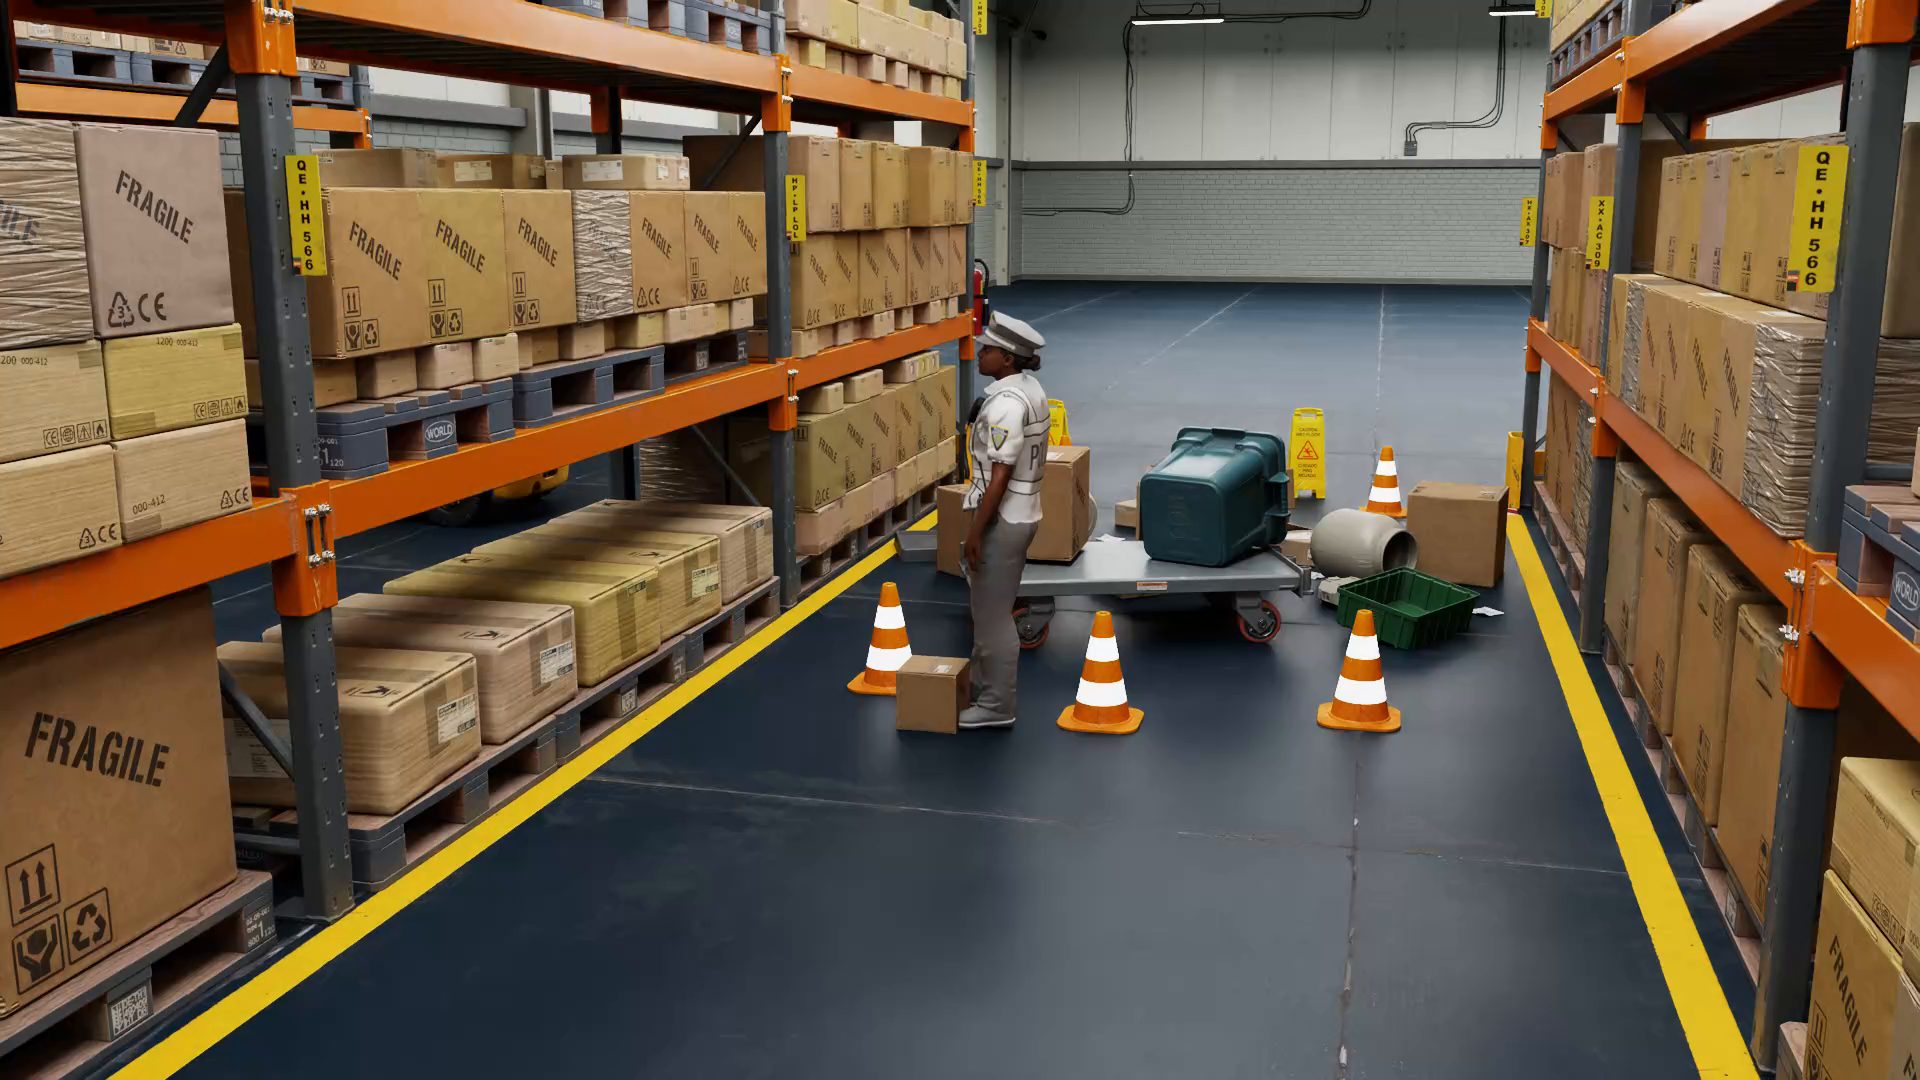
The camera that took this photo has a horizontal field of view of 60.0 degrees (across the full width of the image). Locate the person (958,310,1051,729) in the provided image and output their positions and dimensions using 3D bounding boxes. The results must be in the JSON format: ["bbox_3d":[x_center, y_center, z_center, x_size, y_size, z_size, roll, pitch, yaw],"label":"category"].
[{"bbox_3d":[0.096,-0.078,6.698,0.528,1.697,0.570,3,12,14],"label":"person"}]
